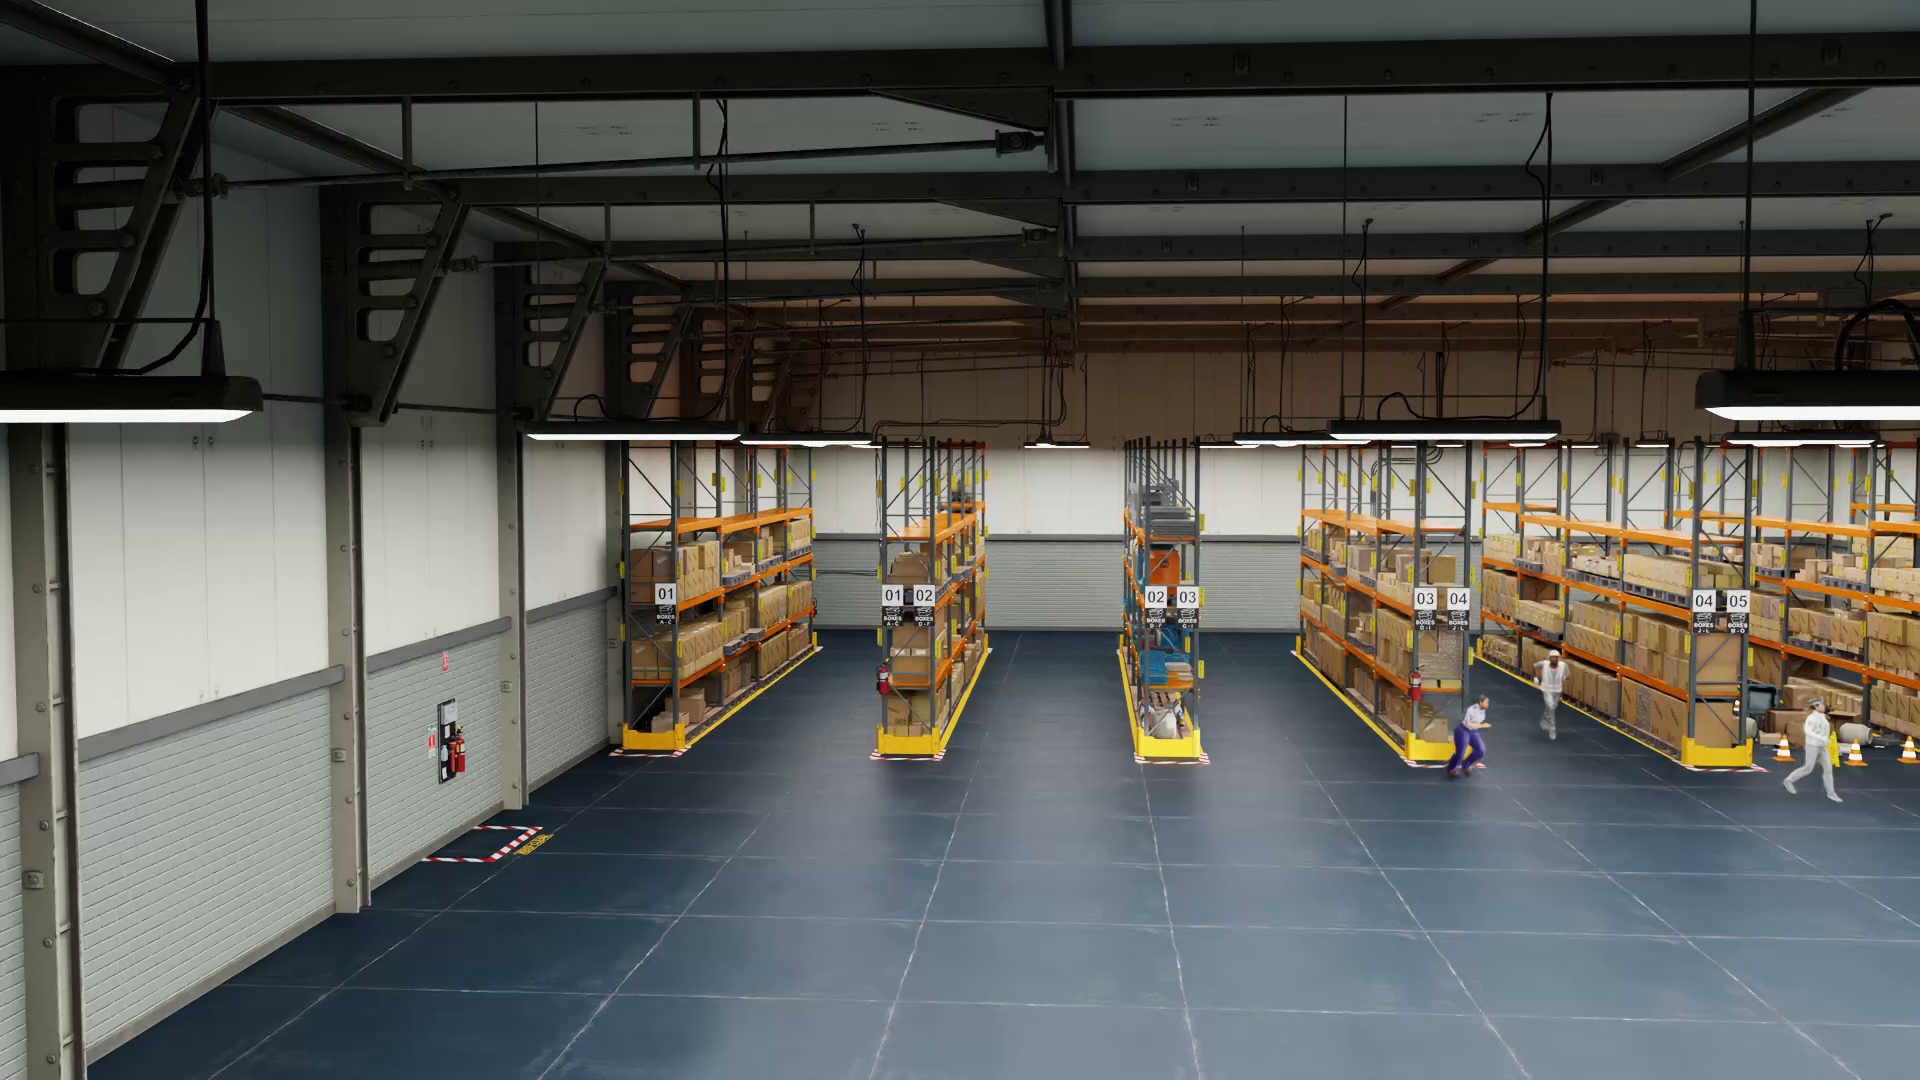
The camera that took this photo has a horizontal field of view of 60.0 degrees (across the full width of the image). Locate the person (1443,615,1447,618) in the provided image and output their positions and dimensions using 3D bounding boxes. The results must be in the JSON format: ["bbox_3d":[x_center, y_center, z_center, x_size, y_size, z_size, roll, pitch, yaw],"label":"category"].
[{"bbox_3d":[13.994,2.382,47.248,0.709,1.793,0.654,-3,4,-43],"label":"person"}]

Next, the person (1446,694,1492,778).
[{"bbox_3d":[8.925,3.415,29.042,0.634,1.508,0.890,-3,4,-41],"label":"person"}]

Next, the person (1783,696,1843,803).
[{"bbox_3d":[14.085,3.408,27.341,0.657,1.687,0.947,-2,4,-37],"label":"person"}]

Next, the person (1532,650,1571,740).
[{"bbox_3d":[11.858,3.069,33.391,0.674,1.789,0.981,0,3,-1],"label":"person"}]
